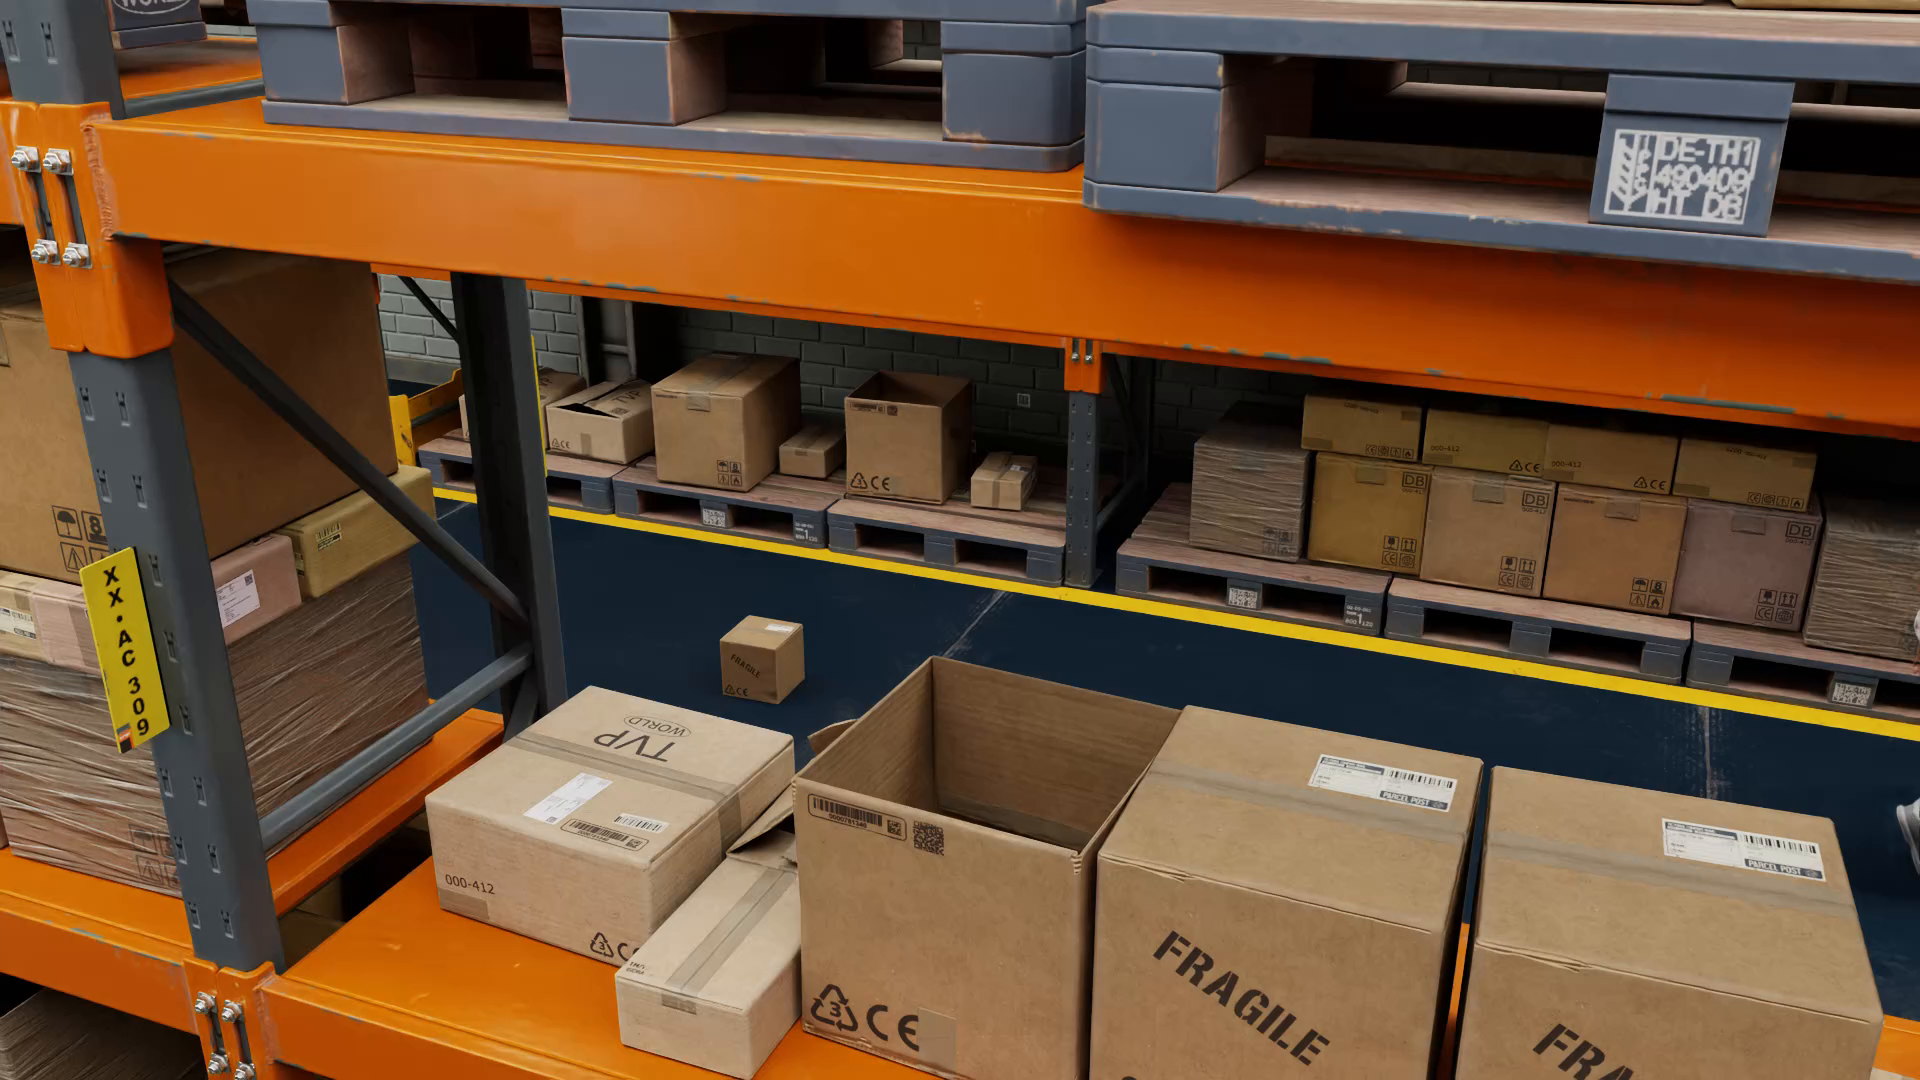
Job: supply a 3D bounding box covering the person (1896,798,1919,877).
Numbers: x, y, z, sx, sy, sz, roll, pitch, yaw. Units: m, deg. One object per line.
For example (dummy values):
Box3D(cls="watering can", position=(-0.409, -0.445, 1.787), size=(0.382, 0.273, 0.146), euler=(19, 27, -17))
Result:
Box3D(cls="person", position=(3.320, 0.356, 5.182), size=(0.547, 1.648, 0.486), euler=(8, 24, 18))
